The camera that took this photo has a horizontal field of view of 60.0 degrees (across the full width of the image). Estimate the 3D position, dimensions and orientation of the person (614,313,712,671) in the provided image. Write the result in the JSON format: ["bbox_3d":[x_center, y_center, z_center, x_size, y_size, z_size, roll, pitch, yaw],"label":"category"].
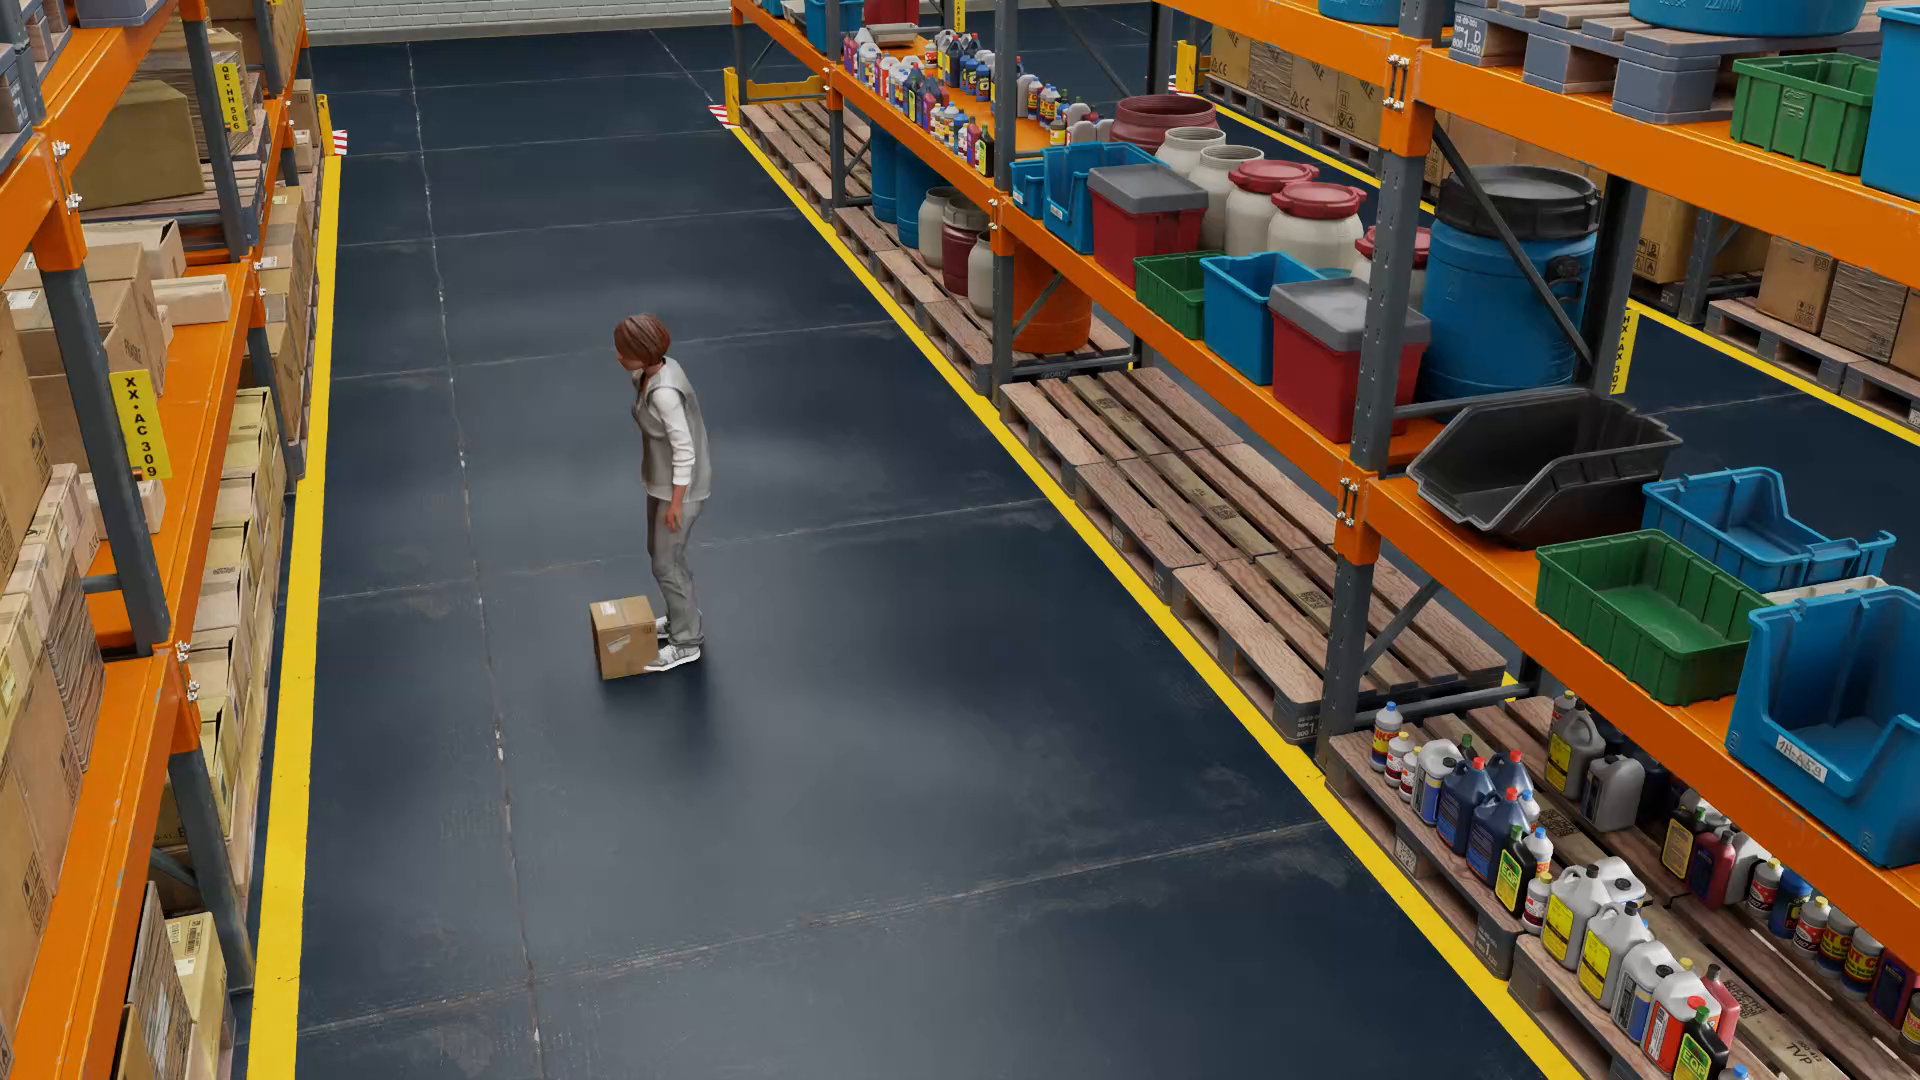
[{"bbox_3d":[-1.250,-0.210,7.045,0.377,1.592,0.477,-10,28,-19],"label":"person"}]
